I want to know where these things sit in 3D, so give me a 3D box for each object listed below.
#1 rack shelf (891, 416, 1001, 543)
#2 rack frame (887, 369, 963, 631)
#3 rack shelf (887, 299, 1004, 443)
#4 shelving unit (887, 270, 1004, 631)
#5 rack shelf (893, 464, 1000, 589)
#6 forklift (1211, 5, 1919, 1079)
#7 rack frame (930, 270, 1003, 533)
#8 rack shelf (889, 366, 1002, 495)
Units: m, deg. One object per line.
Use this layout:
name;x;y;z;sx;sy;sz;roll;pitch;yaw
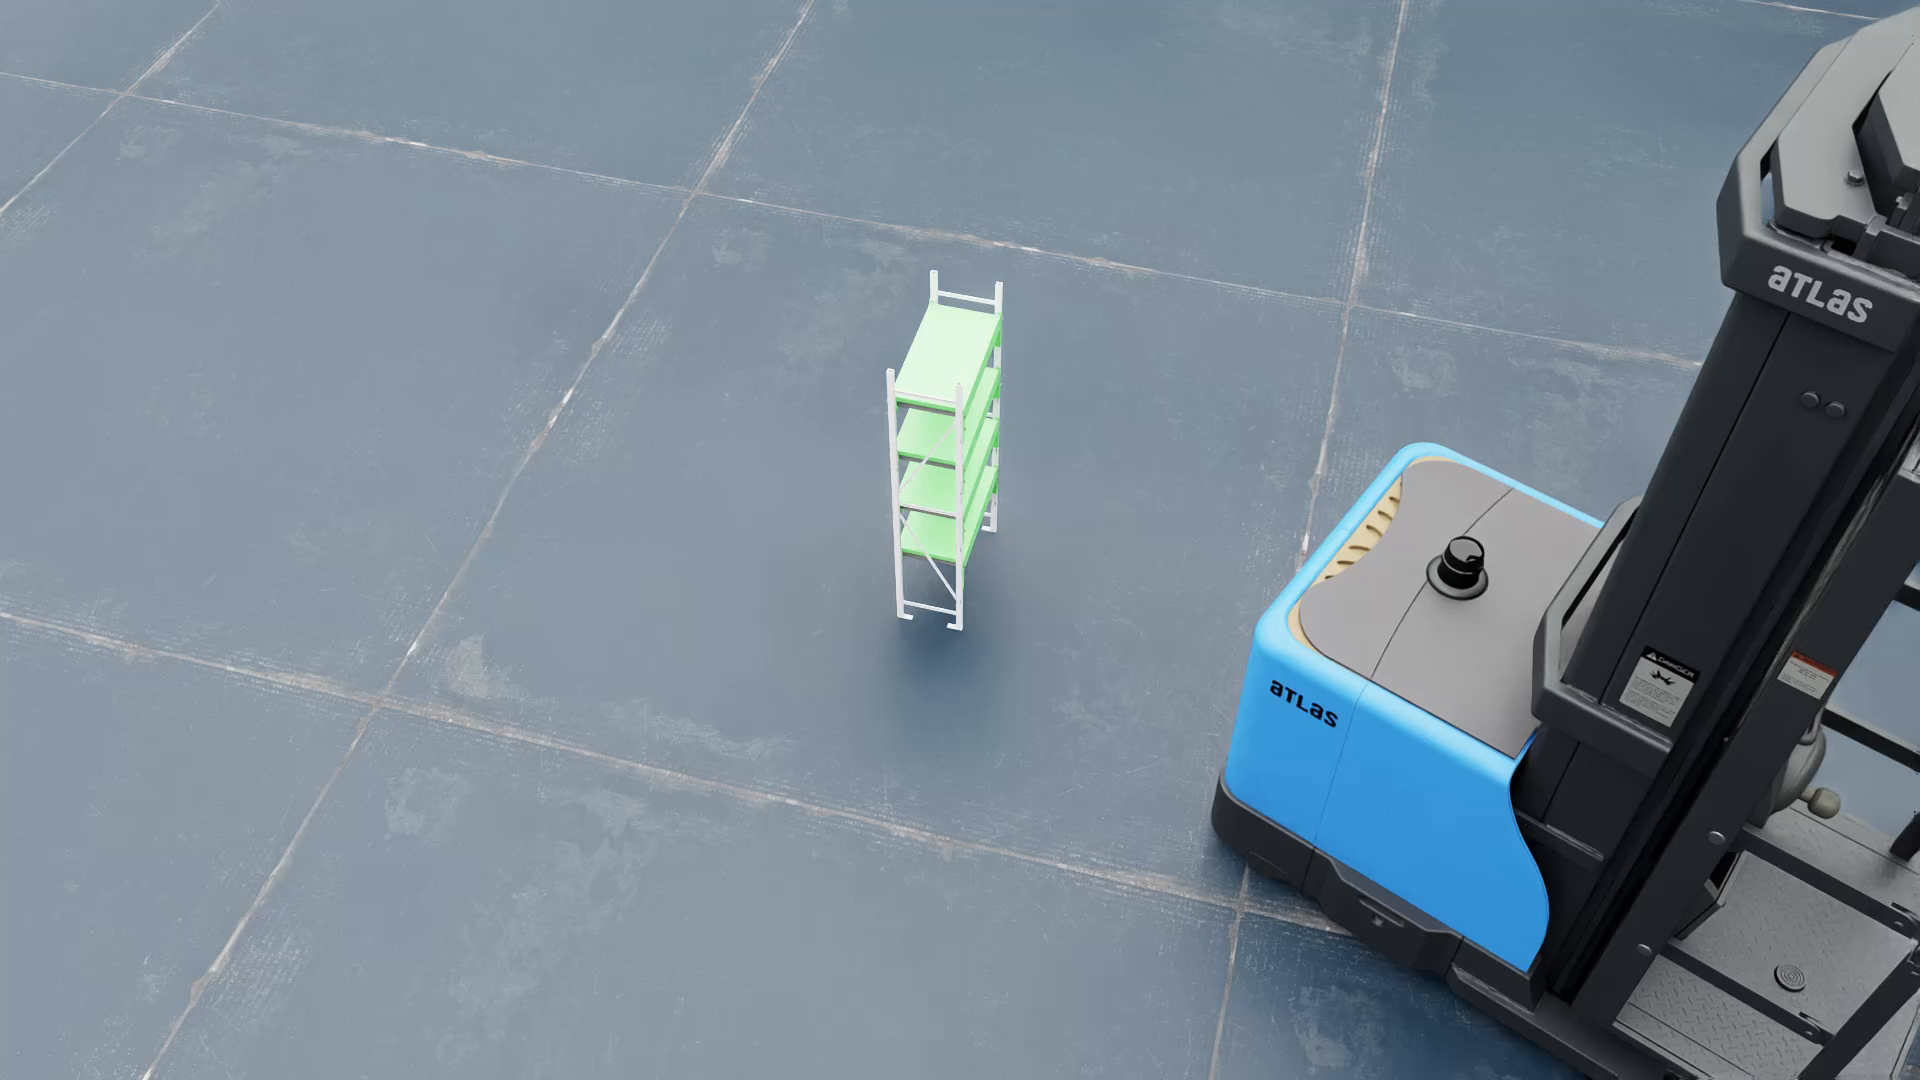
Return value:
rack shelf;-0.044;-0.235;5.742;0.258;0.148;0.480;12;50;10
rack frame;-0.108;-0.101;5.539;0.240;1.200;0.015;12;50;10
rack shelf;-0.044;-0.553;5.383;0.258;0.148;0.480;12;50;10
shelving unit;-0.044;-0.277;5.694;0.258;1.200;0.503;12;50;10
rack shelf;-0.044;-0.076;5.922;0.258;0.148;0.480;12;50;10
forklift;2.287;0.374;3.965;3.031;2.935;1.130;30;55;24
rack frame;0.021;-0.454;5.850;0.240;1.200;0.015;12;50;10
rack shelf;-0.044;-0.394;5.562;0.258;0.148;0.480;12;50;10
